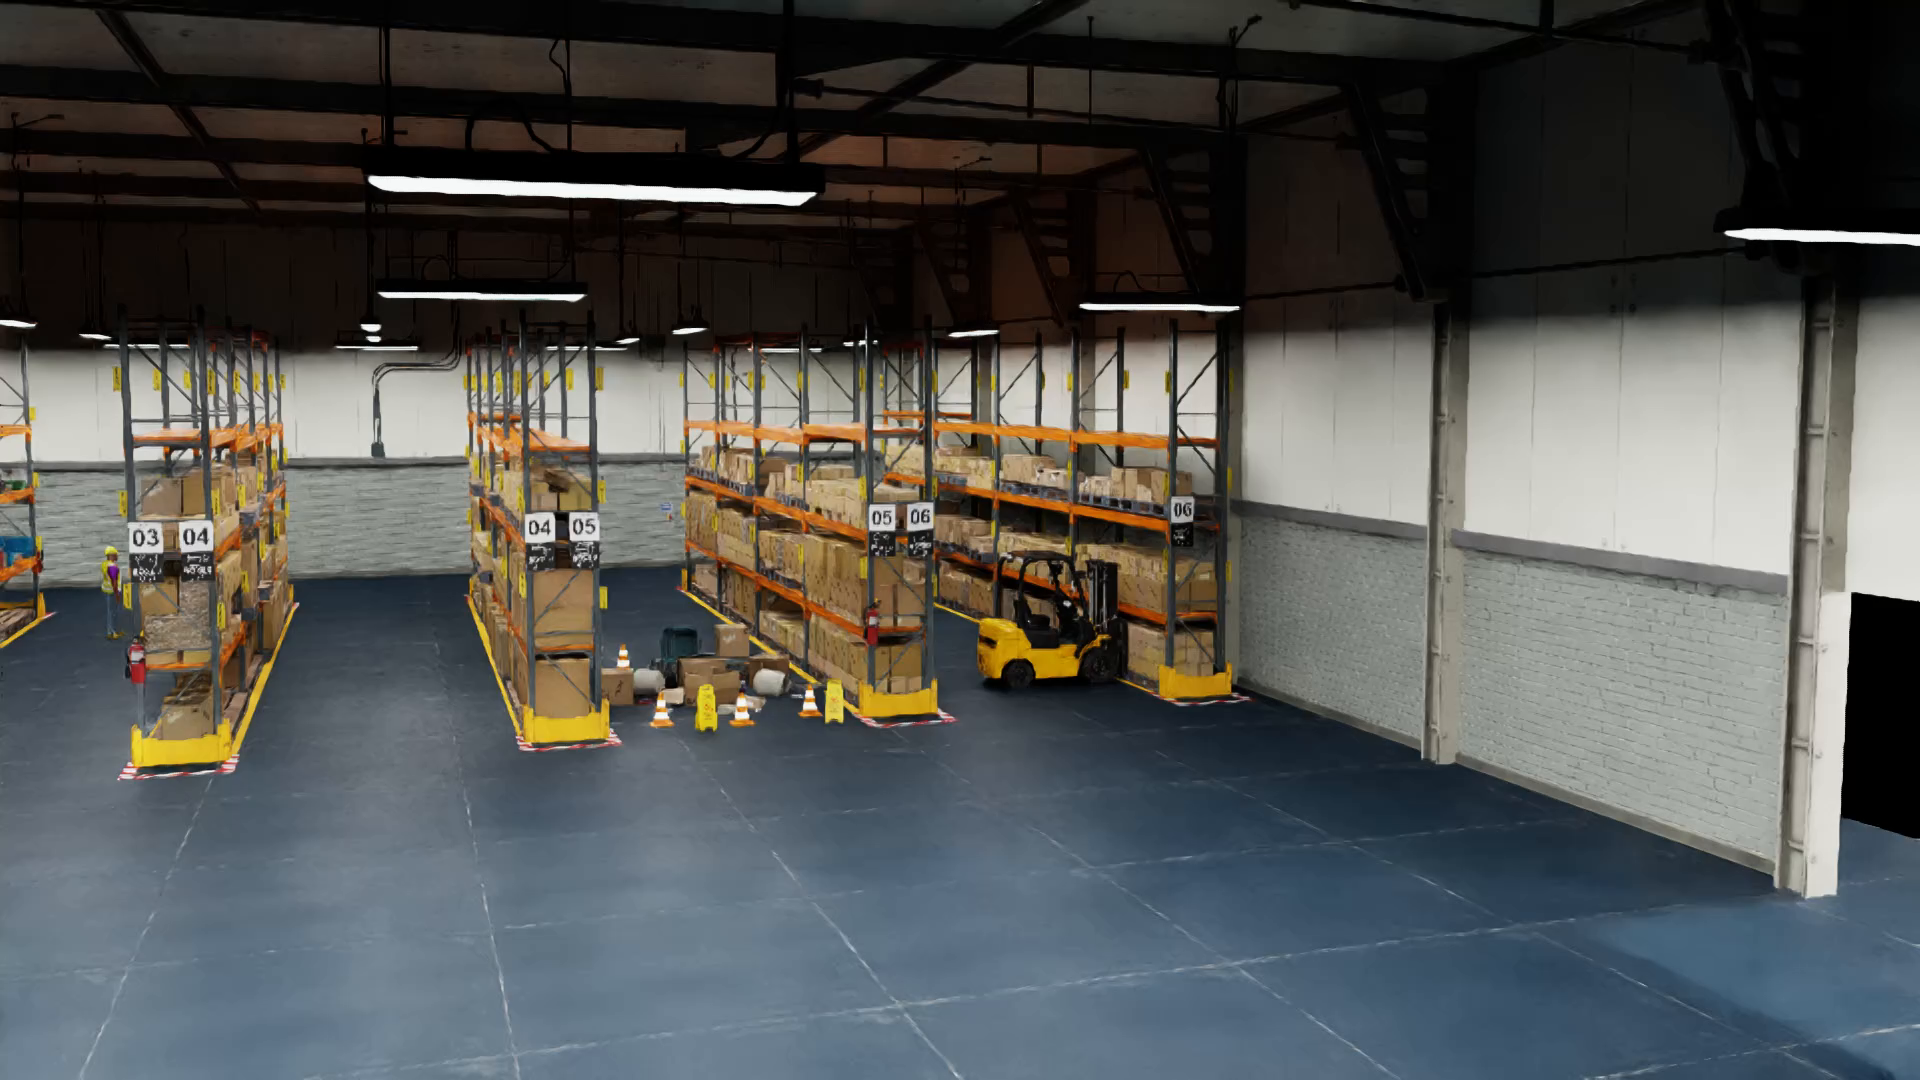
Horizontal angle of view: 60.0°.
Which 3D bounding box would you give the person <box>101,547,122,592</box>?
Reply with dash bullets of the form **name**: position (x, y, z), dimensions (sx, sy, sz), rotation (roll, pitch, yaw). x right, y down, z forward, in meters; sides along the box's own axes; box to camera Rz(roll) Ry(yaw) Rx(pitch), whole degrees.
- **person**: position (-16.605, 0.565, 32.540), dimensions (0.348, 0.868, 0.468), rotation (-5, 7, -40)
